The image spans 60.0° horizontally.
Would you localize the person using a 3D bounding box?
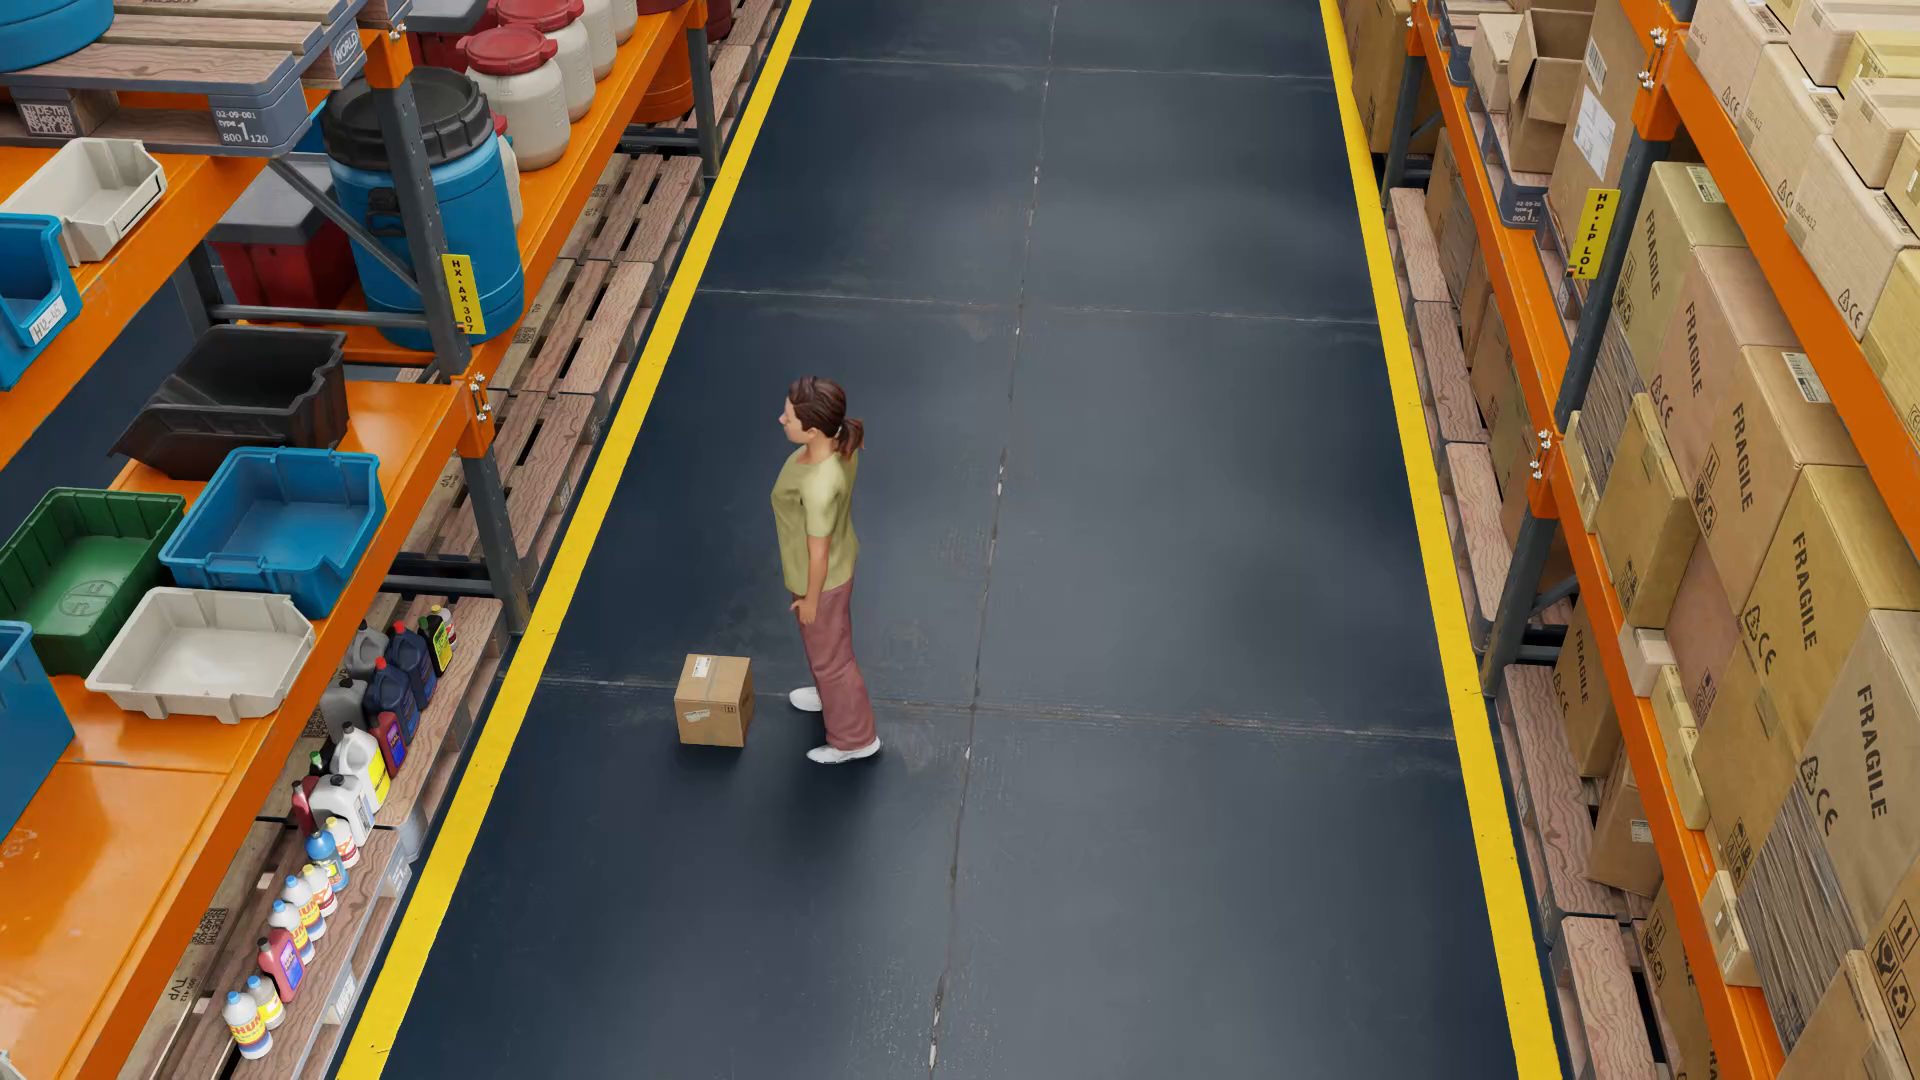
[{"bbox_3d":[-0.498,0.130,6.043,0.401,1.709,0.443,4,40,5],"label":"person"}]
